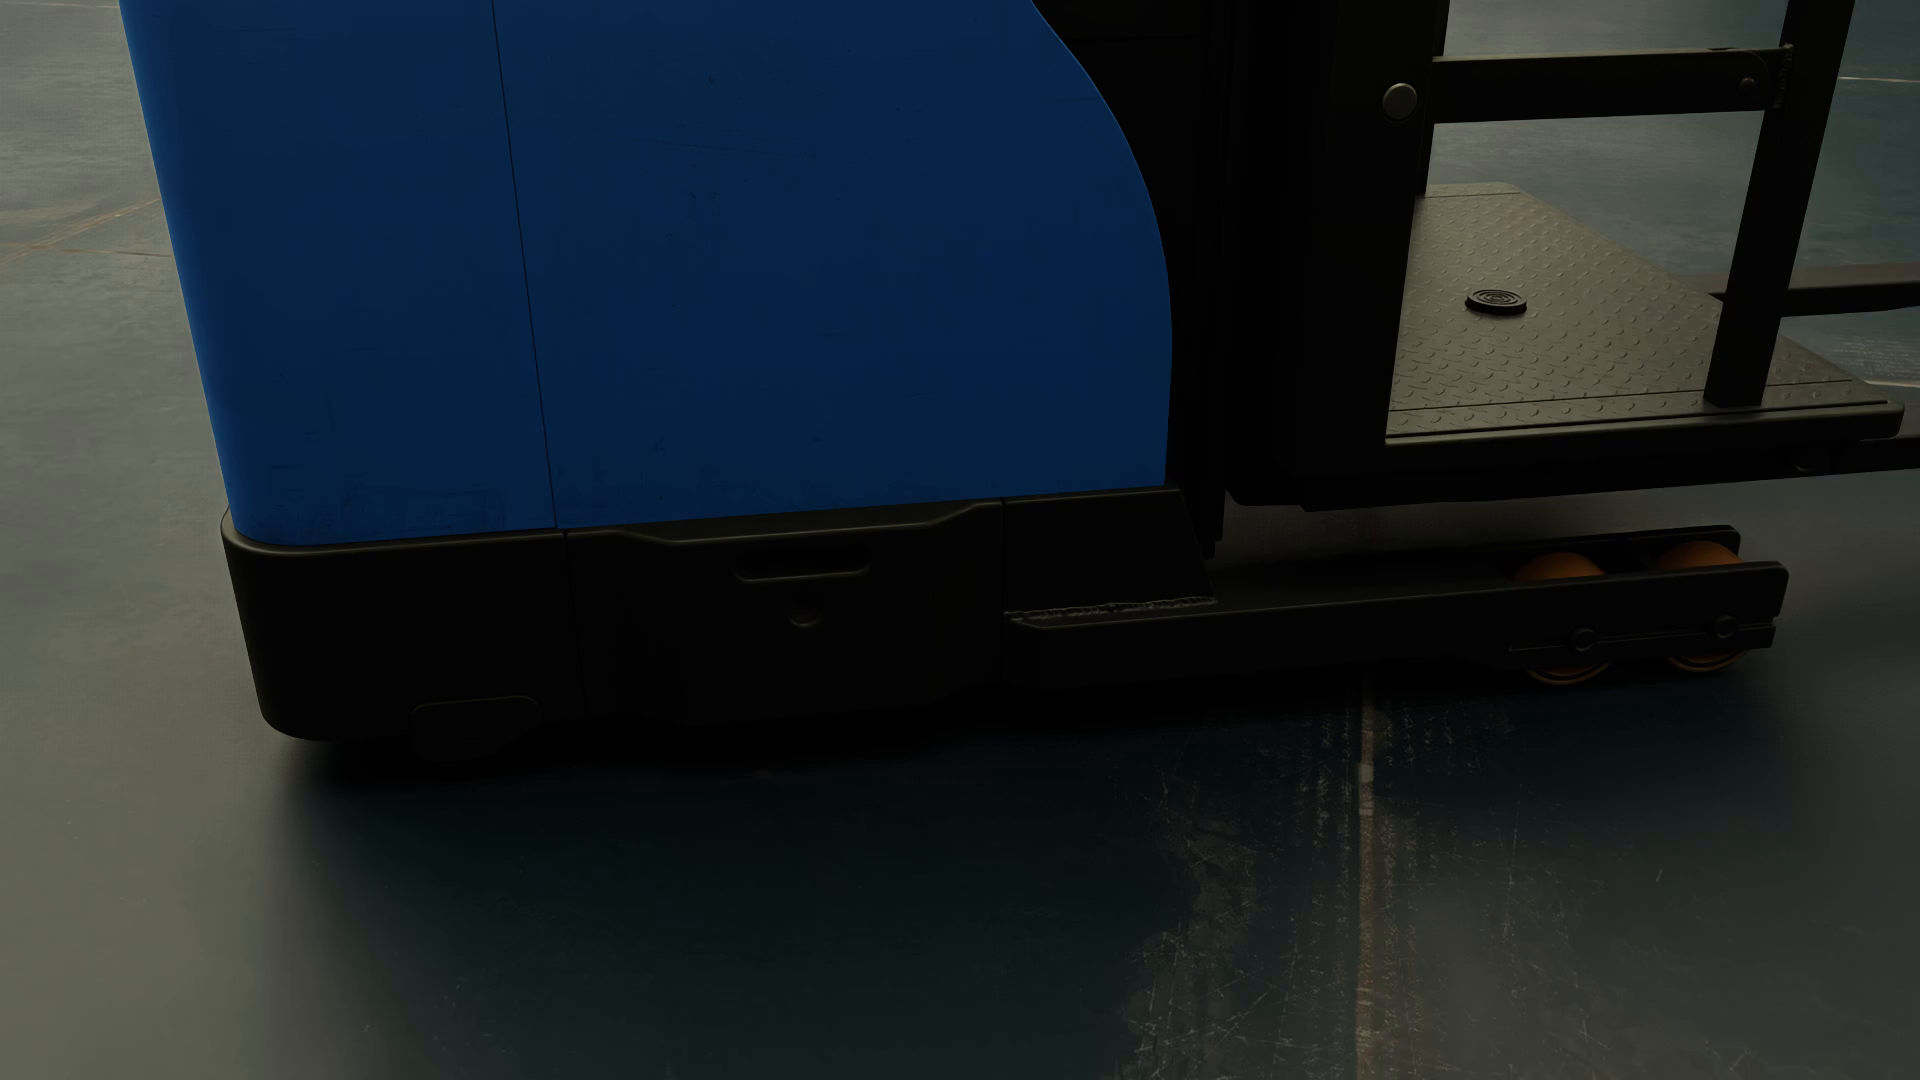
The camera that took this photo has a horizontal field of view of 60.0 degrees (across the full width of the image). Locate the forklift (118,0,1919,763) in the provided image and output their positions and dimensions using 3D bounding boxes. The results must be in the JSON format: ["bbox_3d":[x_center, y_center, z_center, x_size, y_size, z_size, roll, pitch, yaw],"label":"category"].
[{"bbox_3d":[0.600,-1.354,1.930,3.031,2.935,1.130,-4,27,-9],"label":"forklift"}]
